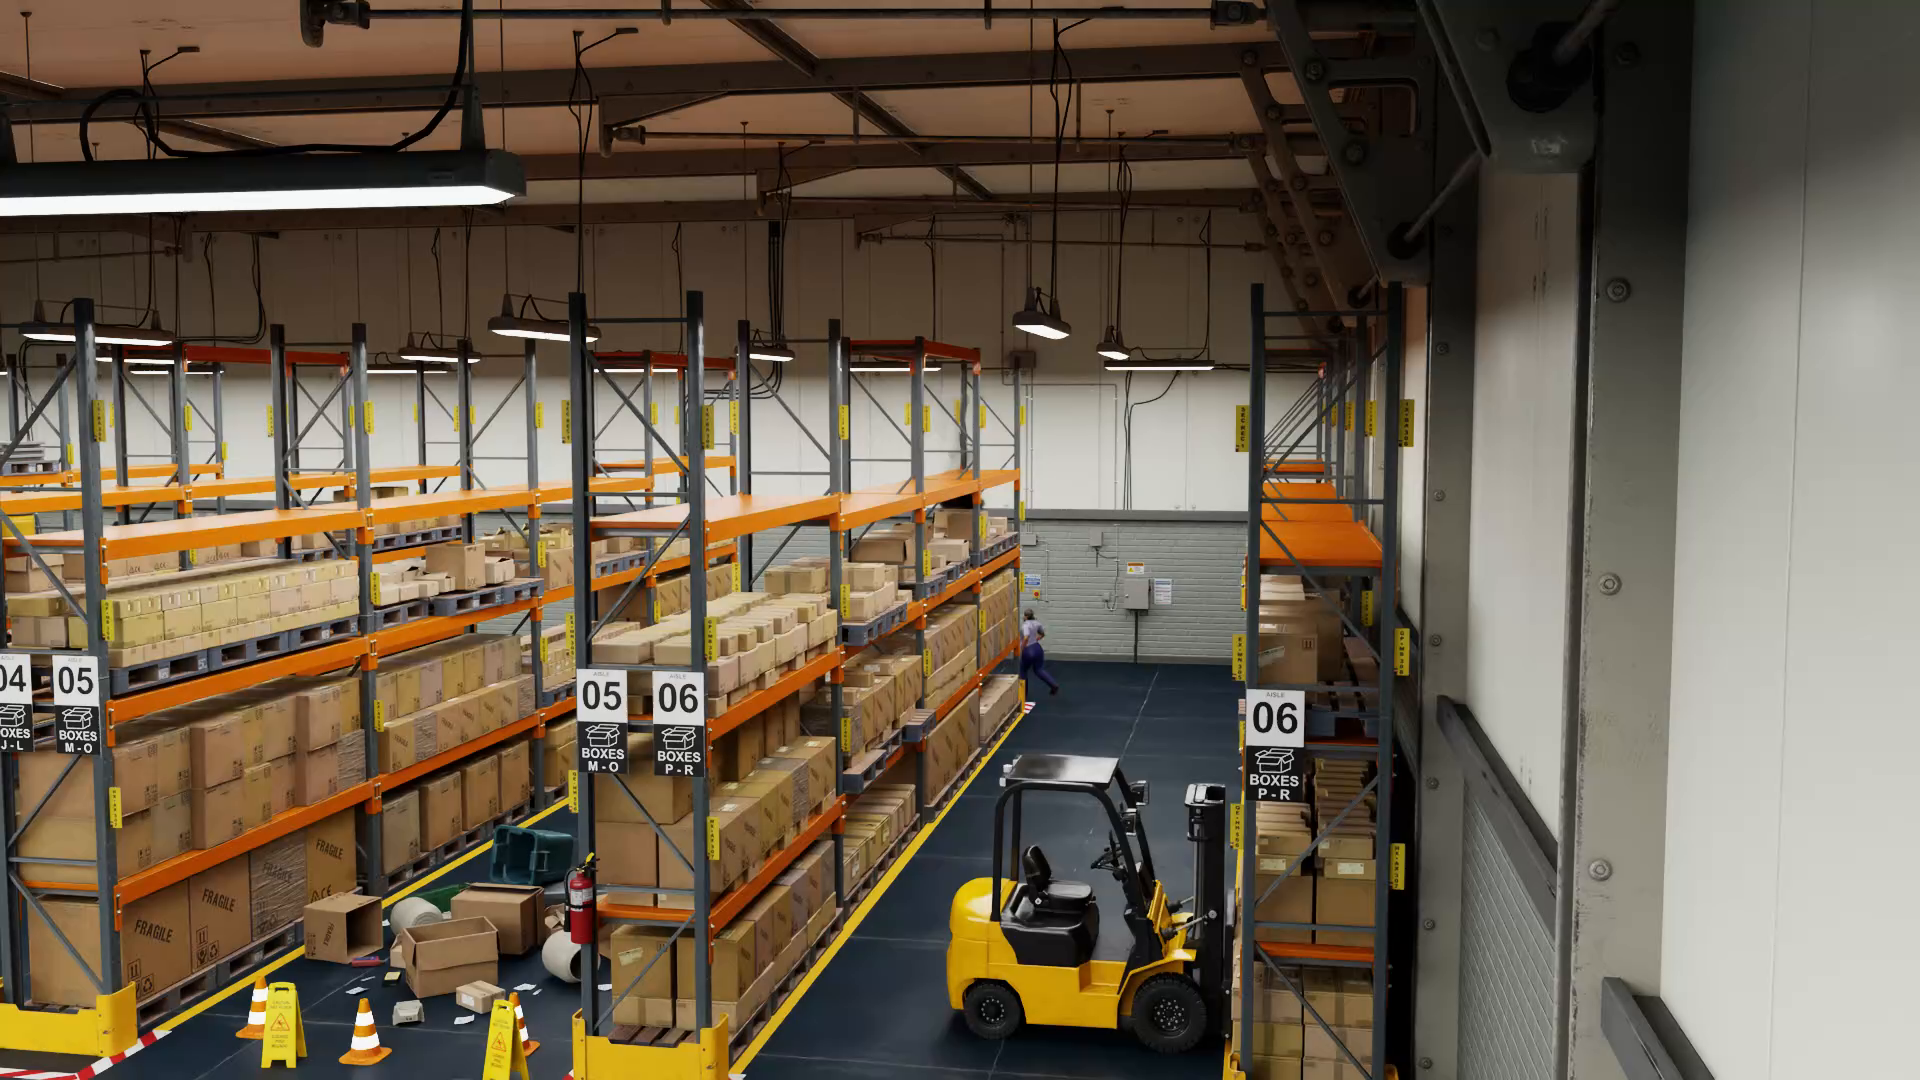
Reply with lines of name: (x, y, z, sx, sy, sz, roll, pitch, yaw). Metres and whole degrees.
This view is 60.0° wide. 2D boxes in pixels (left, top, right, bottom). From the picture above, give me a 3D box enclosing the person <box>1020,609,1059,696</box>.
person: (1.225, 2.003, 29.246, 0.686, 1.619, 0.922, -5, 6, -44)
